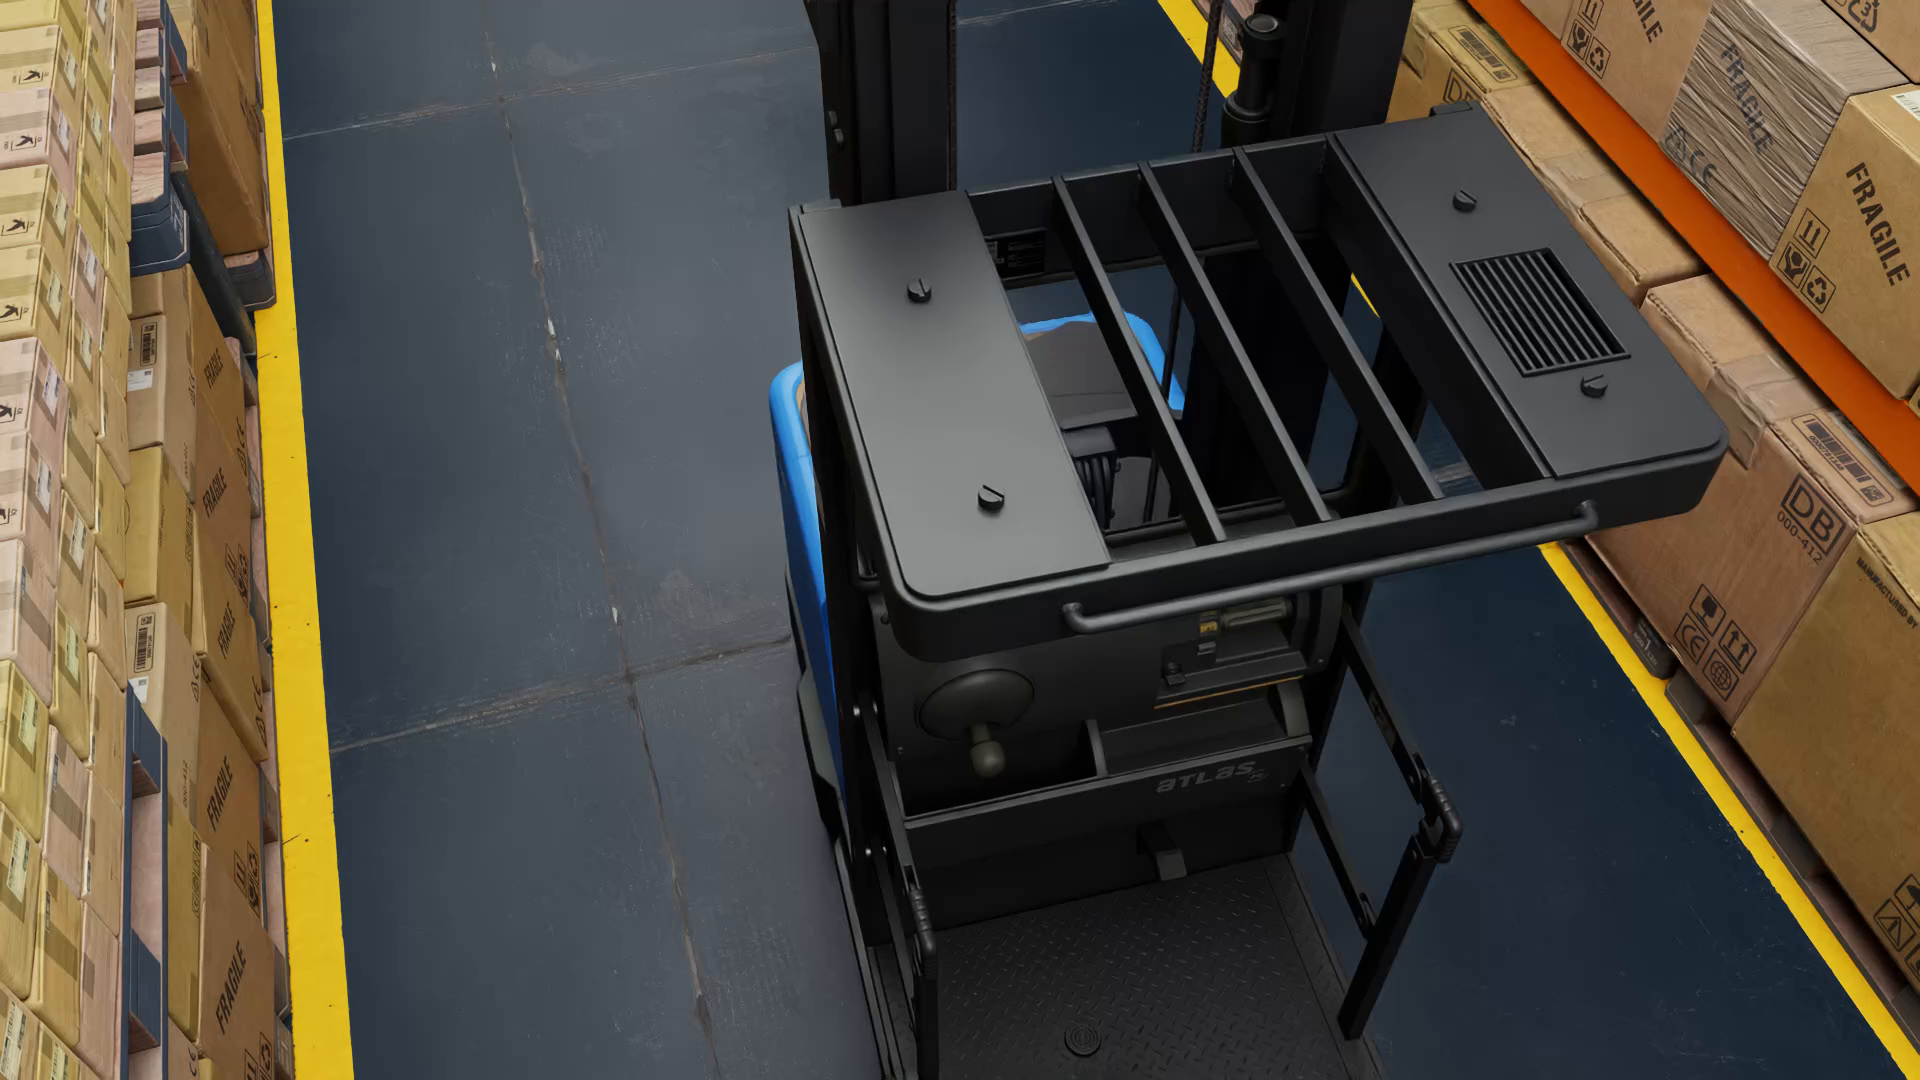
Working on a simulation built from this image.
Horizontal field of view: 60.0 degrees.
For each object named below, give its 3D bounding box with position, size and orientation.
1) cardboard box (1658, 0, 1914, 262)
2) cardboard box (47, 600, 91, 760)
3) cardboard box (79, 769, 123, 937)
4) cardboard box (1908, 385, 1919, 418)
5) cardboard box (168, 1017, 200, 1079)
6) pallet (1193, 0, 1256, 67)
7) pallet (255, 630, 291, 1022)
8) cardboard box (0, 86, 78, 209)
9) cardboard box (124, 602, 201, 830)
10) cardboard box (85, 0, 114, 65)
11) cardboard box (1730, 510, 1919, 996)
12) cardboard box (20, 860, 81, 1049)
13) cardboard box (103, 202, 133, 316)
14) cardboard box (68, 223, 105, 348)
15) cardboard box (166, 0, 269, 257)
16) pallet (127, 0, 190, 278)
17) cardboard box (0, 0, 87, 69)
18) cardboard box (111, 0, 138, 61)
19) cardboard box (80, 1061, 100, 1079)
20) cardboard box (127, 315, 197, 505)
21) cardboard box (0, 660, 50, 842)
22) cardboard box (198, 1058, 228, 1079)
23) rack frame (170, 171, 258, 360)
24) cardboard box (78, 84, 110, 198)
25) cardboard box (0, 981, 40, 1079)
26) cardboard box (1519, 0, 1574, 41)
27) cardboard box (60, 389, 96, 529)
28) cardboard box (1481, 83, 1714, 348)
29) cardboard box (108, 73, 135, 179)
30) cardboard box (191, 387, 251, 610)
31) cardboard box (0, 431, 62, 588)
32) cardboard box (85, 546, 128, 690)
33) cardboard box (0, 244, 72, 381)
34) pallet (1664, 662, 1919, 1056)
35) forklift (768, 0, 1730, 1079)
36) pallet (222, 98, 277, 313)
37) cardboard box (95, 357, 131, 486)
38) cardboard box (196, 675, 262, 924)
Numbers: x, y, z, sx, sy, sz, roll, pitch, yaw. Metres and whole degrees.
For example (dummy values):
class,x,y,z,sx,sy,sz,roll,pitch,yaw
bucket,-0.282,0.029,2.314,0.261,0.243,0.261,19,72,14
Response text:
class,x,y,z,sx,sy,sz,roll,pitch,yaw
cardboard box,2.167,-1.083,4.136,0.500,0.500,0.500,-13,51,-11
cardboard box,-1.667,0.277,2.749,0.380,0.149,0.250,-15,52,-13
cardboard box,-1.592,0.556,2.709,0.380,0.149,0.250,-13,51,-11
cardboard box,2.472,-0.336,3.506,0.500,0.500,0.500,-12,51,-10
cardboard box,-1.724,1.216,3.133,0.500,0.250,0.500,-15,52,-13
pallet,1.598,-2.255,7.013,1.003,0.211,1.213,-13,51,-11
pallet,-2.353,0.824,4.417,1.003,0.211,1.213,-13,51,-11
cardboard box,-2.060,-0.780,3.446,0.380,0.149,0.250,-13,51,-11
cardboard box,-2.030,0.454,3.775,0.500,0.250,0.500,-12,51,-10
cardboard box,-2.279,-1.233,4.022,0.380,0.149,0.250,-12,51,-10
cardboard box,2.802,0.425,4.045,1.225,0.875,0.875,-13,51,-11
cardboard box,-1.513,0.656,2.430,0.380,0.149,0.250,-14,51,-12
cardboard box,-2.056,-0.584,3.670,0.380,0.149,0.250,-15,52,-13
cardboard box,-1.976,-0.486,3.393,0.380,0.149,0.250,-12,51,-10
cardboard box,-3.034,-1.410,5.674,1.050,0.750,0.750,-14,51,-11
pallet,-2.628,-0.977,4.237,1.213,0.211,1.003,-13,51,-11
cardboard box,-2.208,-1.152,3.759,0.380,0.149,0.250,-12,51,-10
cardboard box,-2.355,-1.333,4.302,0.380,0.149,0.250,-13,51,-10
cardboard box,-1.435,0.940,2.385,0.380,0.149,0.250,-16,52,-13
cardboard box,-2.328,-0.300,4.411,0.500,0.250,0.500,-13,51,-10
cardboard box,-1.596,0.359,2.486,0.380,0.149,0.250,-13,51,-11
cardboard box,-1.723,1.457,3.420,0.500,0.500,0.500,-12,51,-10
rack frame,-2.940,-1.535,4.582,1.000,3.000,0.127,-13,51,-11
cardboard box,-2.125,-0.858,3.707,0.380,0.149,0.250,-13,51,-11
cardboard box,-1.435,0.749,2.158,0.380,0.149,0.250,-11,51,-9
cardboard box,1.866,-1.822,4.759,0.500,0.500,0.500,-15,51,-12
cardboard box,-1.827,-0.113,3.078,0.380,0.149,0.250,-14,51,-12
cardboard box,2.268,-0.872,5.138,1.225,0.875,0.875,-13,51,-11
cardboard box,-2.207,-0.964,3.990,0.380,0.149,0.250,-13,51,-10
cardboard box,-2.346,-0.063,4.702,0.500,0.500,0.500,-11,51,-10
cardboard box,-1.744,-0.011,2.798,0.380,0.149,0.250,-14,51,-11
cardboard box,-1.741,0.186,3.021,0.380,0.149,0.250,-15,52,-13
cardboard box,-1.901,-0.392,3.119,0.380,0.149,0.250,-12,51,-10
pallet,2.710,0.691,4.529,1.003,0.211,1.213,-13,51,-11
forklift,0.349,0.308,3.074,1.130,2.935,3.031,-11,51,-9
pallet,-3.101,-1.229,6.148,1.003,0.211,1.213,-13,51,-11
cardboard box,-1.897,-0.197,3.344,0.380,0.149,0.250,-15,52,-13
cardboard box,-2.048,0.692,4.065,0.500,0.500,0.500,-13,51,-10
